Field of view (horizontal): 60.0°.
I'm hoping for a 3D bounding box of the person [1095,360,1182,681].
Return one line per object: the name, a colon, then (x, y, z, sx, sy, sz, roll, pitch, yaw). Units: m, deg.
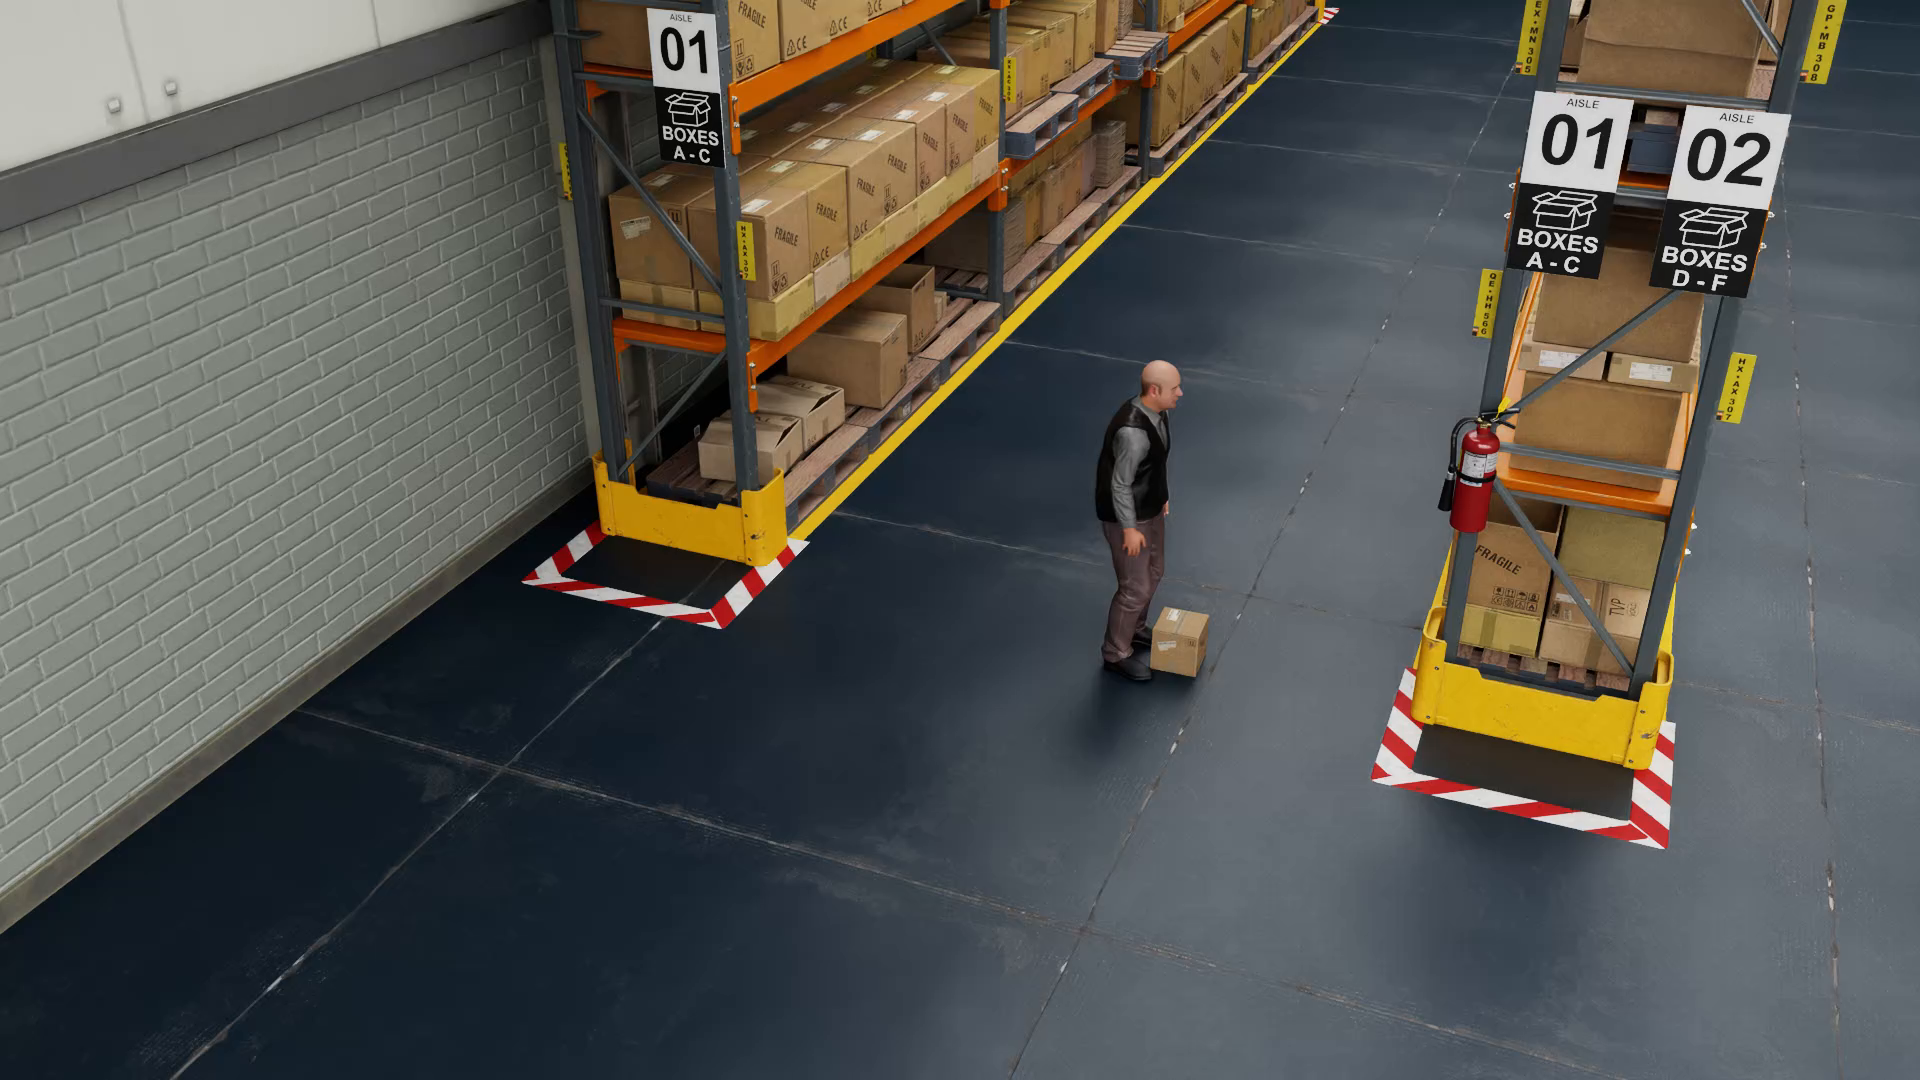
person: (0.917, -0.139, 8.670, 0.420, 1.721, 0.581, 11, 31, 19)
